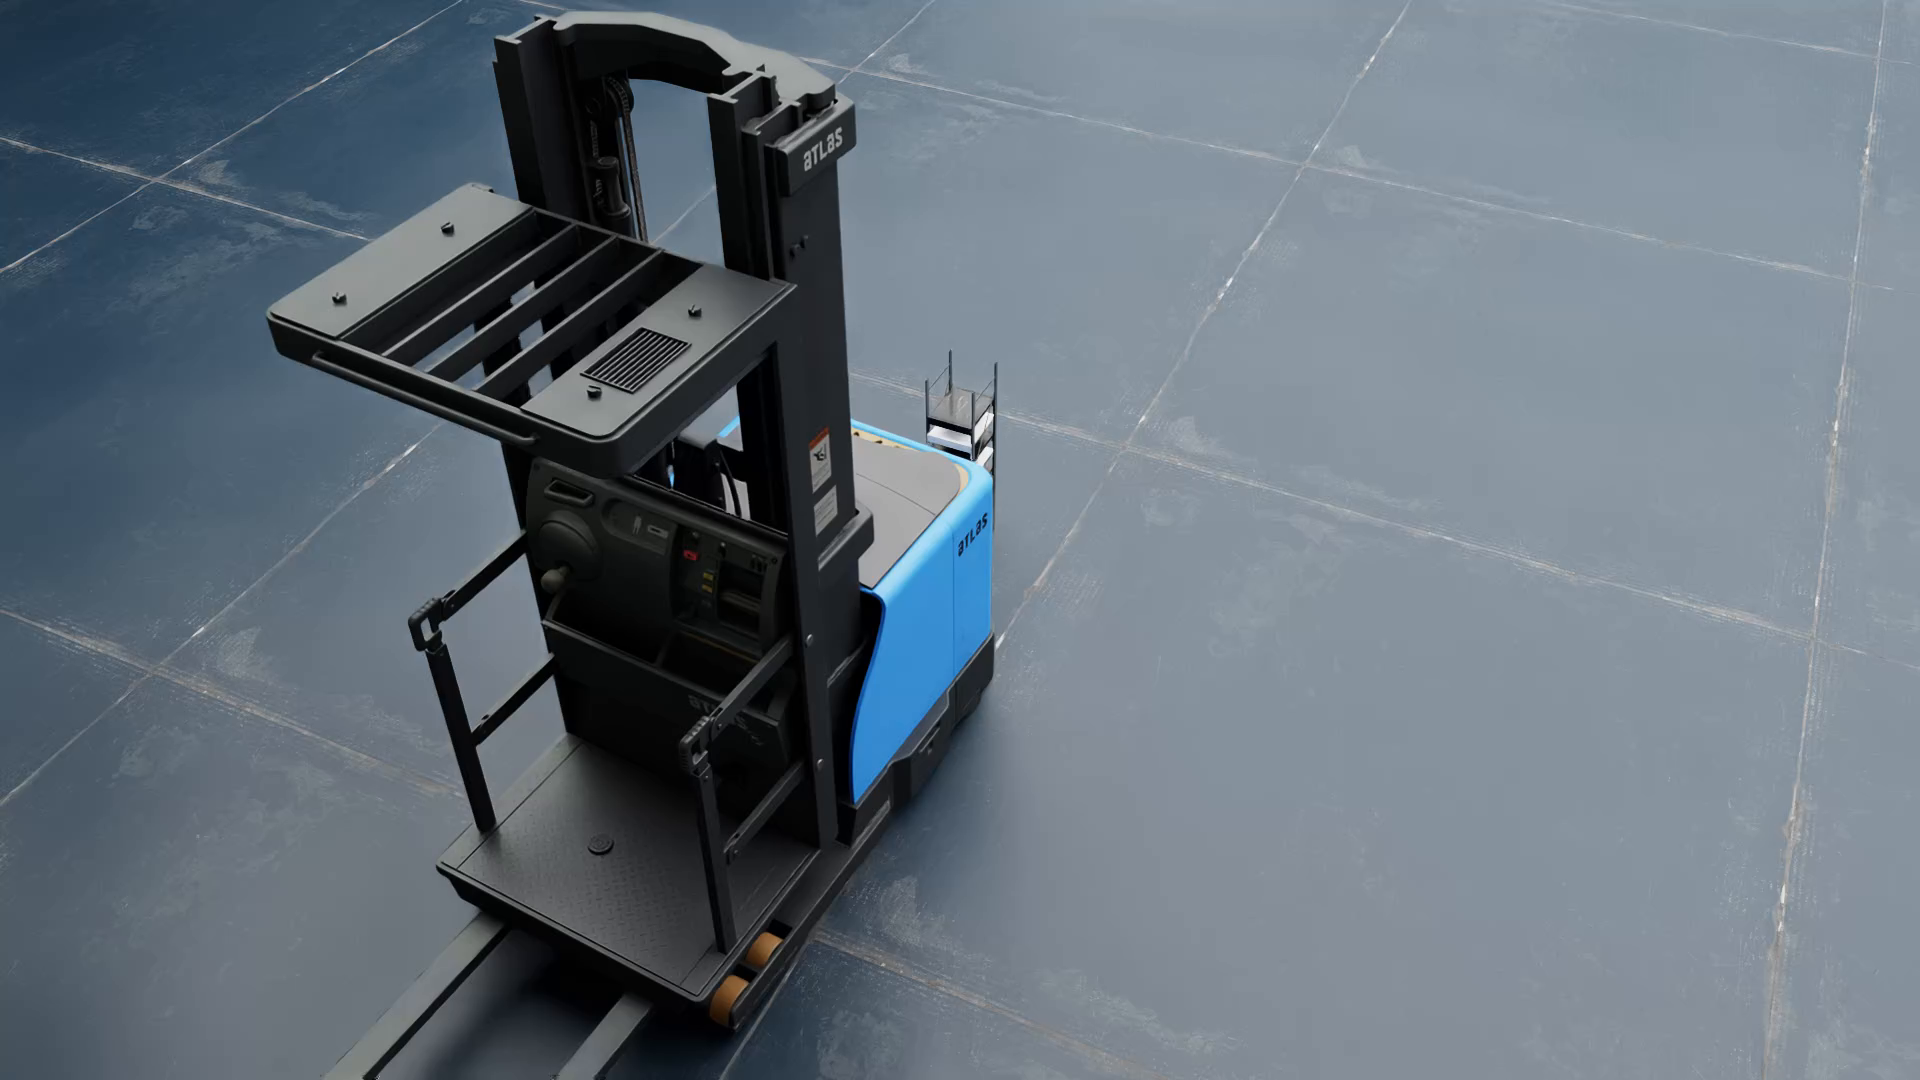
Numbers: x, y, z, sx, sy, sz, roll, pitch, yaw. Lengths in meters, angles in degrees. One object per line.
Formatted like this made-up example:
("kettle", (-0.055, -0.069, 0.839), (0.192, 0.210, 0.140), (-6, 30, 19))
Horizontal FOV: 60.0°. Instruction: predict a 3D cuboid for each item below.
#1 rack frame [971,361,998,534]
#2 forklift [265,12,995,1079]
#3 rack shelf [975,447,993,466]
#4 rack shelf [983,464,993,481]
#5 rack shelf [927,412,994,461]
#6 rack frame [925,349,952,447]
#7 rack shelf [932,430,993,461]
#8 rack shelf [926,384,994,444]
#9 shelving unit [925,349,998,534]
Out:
("rack frame", (0.099, -0.310, 6.920), (0.006, 0.900, 0.240), (17, 44, 19))
("forklift", (-1.032, 0.132, 4.860), (1.130, 2.935, 3.031), (20, 45, 22))
("rack shelf", (0.007, -0.313, 6.974), (0.200, 0.077, 0.258), (17, 44, 19))
("rack shelf", (0.007, -0.245, 7.033), (0.200, 0.077, 0.258), (17, 44, 19))
("rack shelf", (0.007, -0.449, 6.857), (0.200, 0.077, 0.258), (17, 44, 19))
("rack frame", (-0.085, -0.366, 6.985), (0.006, 0.900, 0.240), (17, 44, 19))
("rack shelf", (0.007, -0.381, 6.916), (0.200, 0.077, 0.258), (17, 44, 19))
("rack shelf", (0.007, -0.517, 6.798), (0.200, 0.077, 0.258), (17, 44, 19))
("shelving unit", (0.007, -0.338, 6.953), (0.210, 0.900, 0.258), (17, 44, 19))
